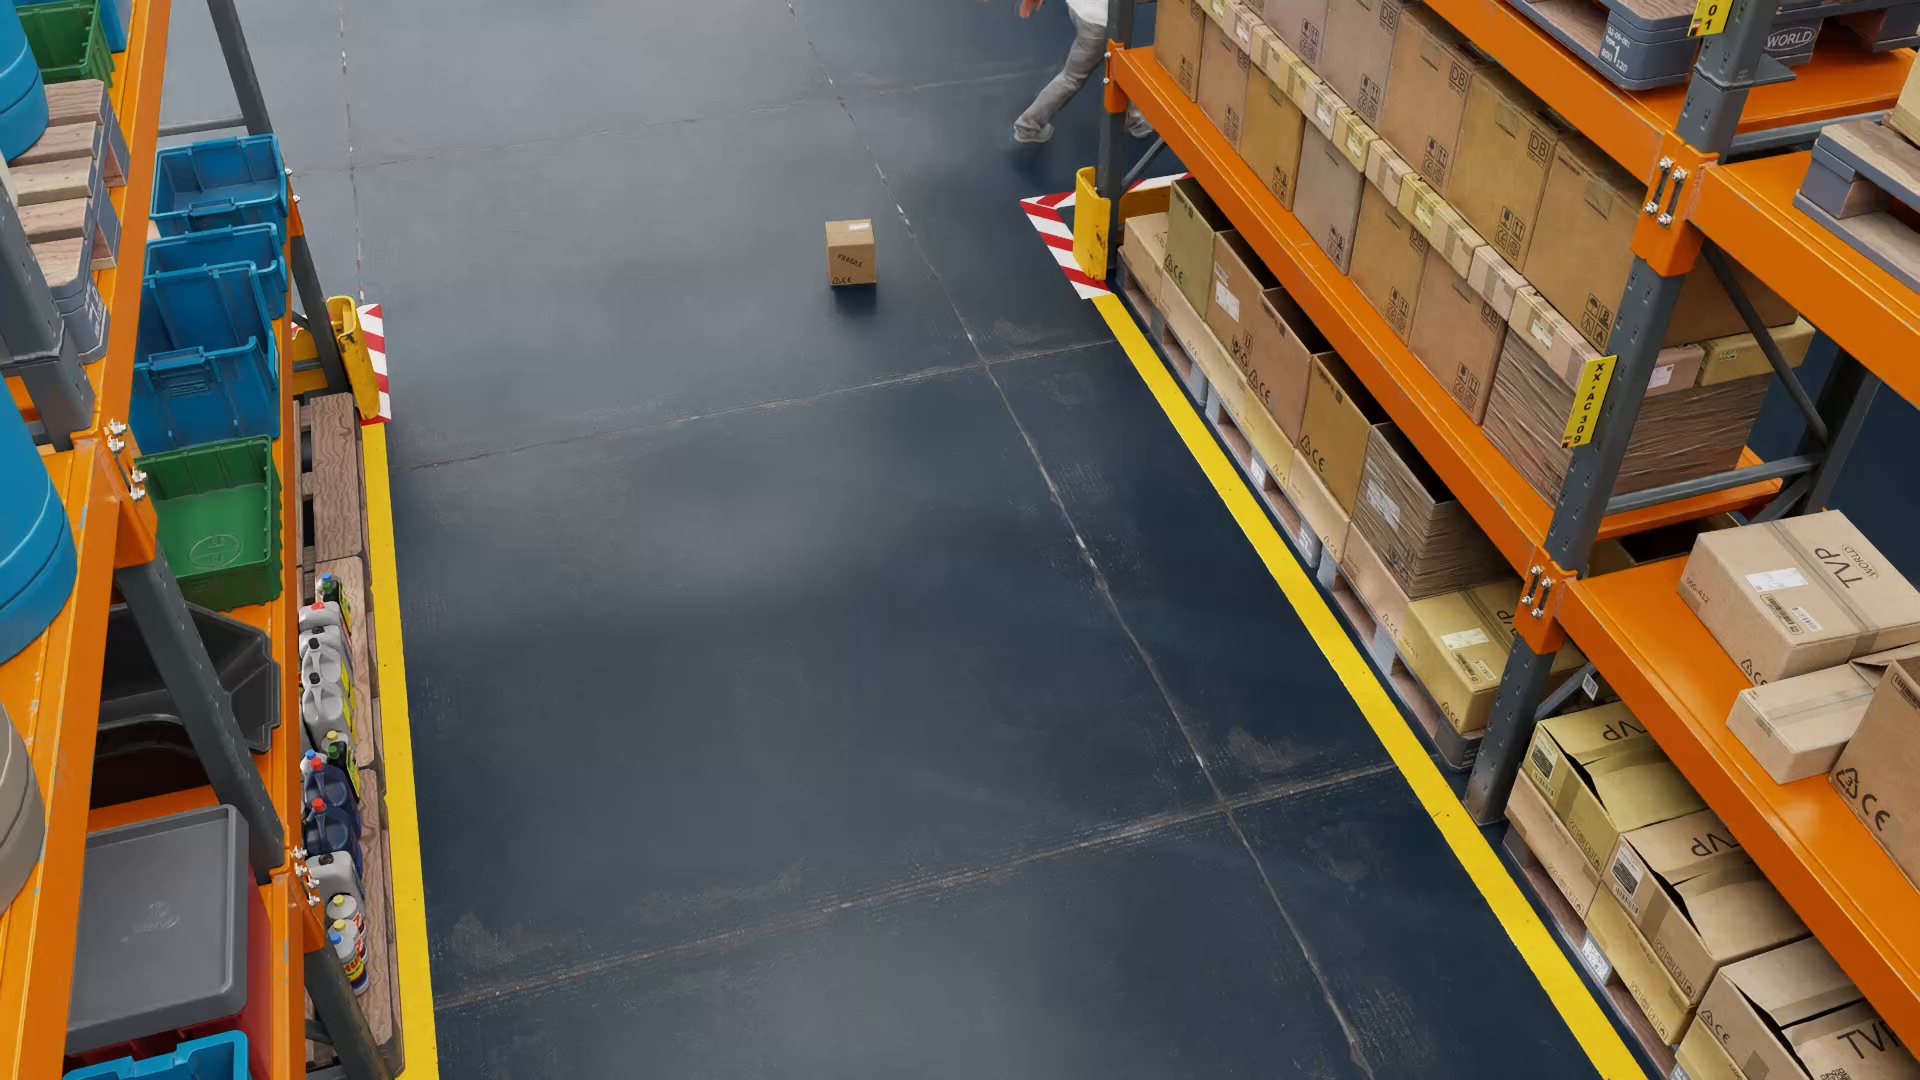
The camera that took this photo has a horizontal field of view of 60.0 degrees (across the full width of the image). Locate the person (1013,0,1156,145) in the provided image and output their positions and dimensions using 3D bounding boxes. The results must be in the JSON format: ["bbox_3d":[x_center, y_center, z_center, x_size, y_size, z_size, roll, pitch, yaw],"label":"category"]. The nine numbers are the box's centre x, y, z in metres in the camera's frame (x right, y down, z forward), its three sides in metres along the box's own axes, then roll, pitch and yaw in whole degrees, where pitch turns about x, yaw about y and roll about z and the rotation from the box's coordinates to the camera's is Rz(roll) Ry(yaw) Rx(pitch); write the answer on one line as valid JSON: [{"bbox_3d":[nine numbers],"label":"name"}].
[{"bbox_3d":[0.831,-3.061,9.565,1.048,1.712,0.450,-13,44,-14],"label":"person"}]
